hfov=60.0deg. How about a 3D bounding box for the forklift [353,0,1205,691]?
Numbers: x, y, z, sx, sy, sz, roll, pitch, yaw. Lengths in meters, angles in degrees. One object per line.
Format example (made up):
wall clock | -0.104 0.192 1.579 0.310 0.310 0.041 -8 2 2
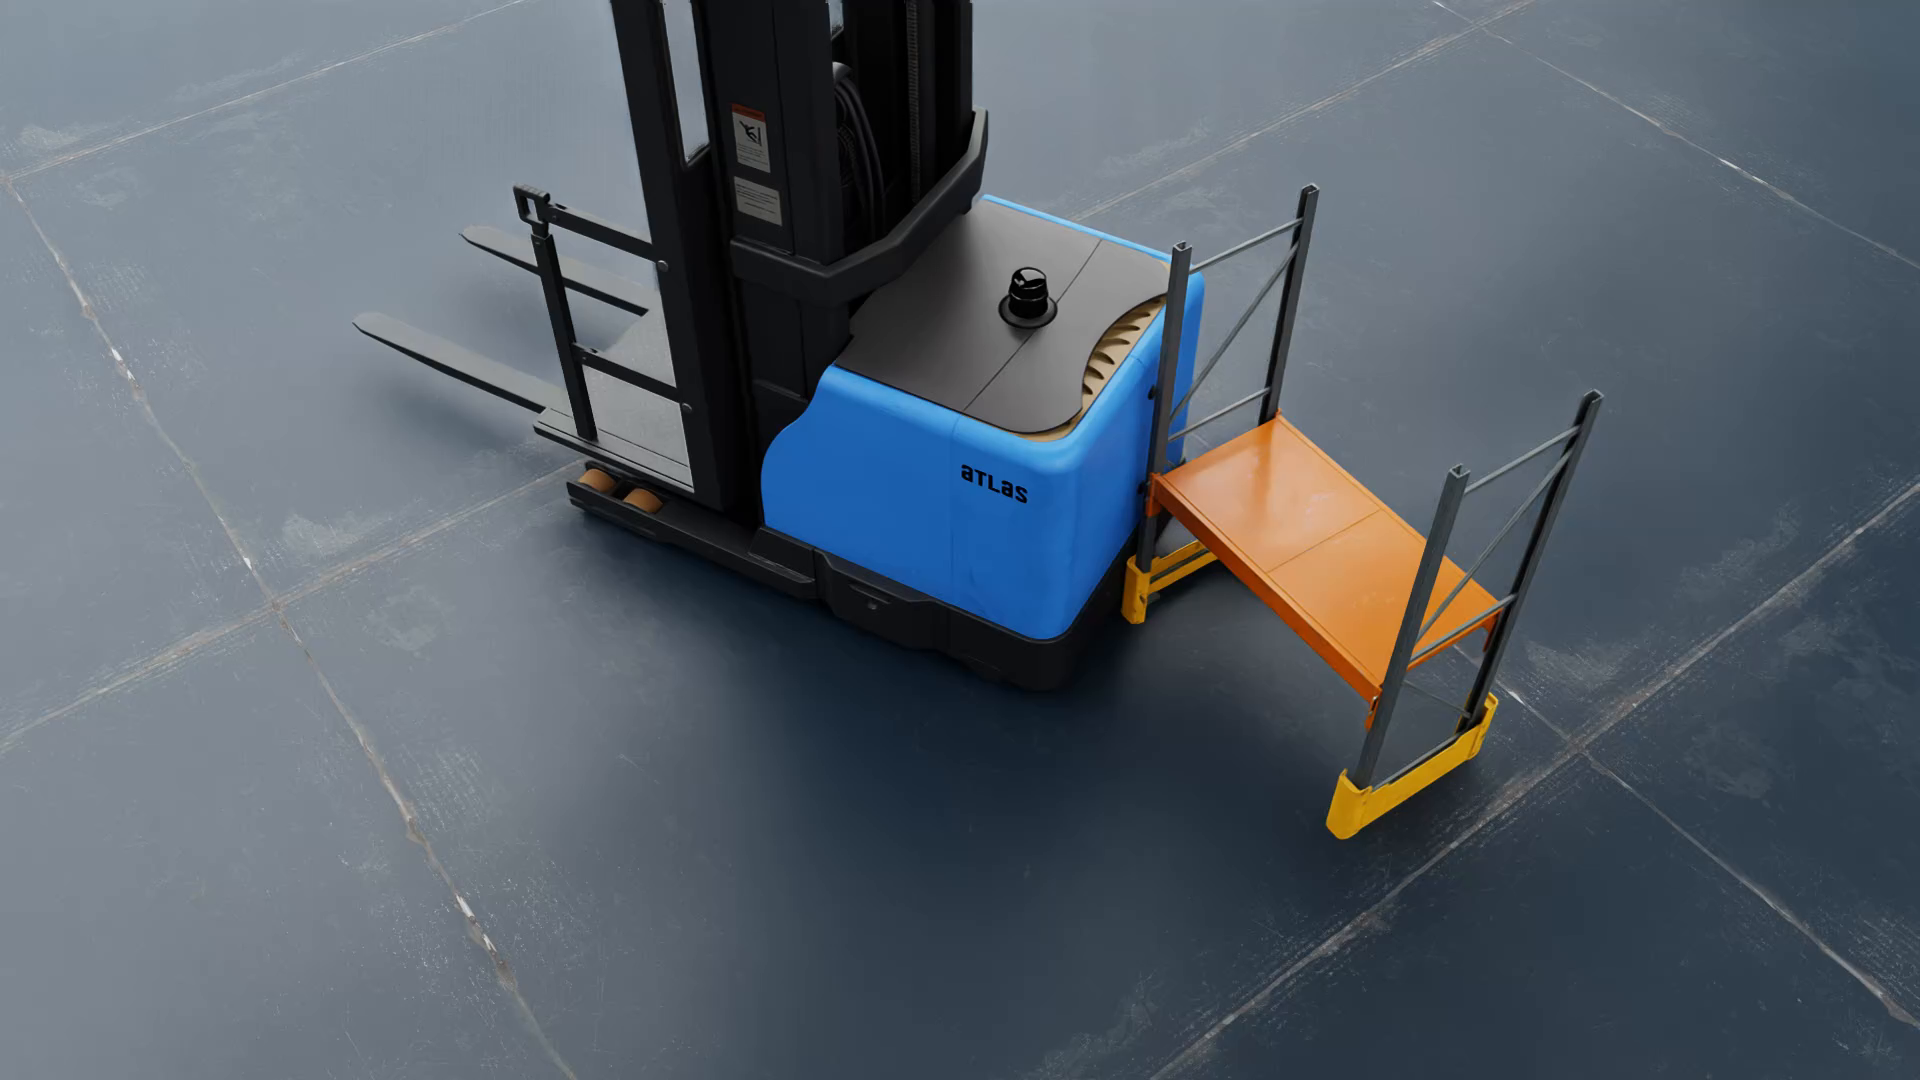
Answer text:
forklift | -0.777 -1.317 4.966 3.031 2.935 1.130 22 52 19

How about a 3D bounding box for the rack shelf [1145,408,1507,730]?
rack shelf | 1.068 0.056 4.929 0.538 0.185 1.000 -27 53 -22

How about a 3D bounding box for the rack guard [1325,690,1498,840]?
rack guard | 1.352 0.666 4.977 0.587 0.250 0.087 -27 53 -22

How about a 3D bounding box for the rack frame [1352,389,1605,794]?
rack frame | 1.353 0.247 4.513 0.500 1.500 0.032 -27 53 -22

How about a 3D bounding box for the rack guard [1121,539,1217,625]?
rack guard | 0.794 0.055 5.531 0.587 0.250 0.087 -27 53 -22

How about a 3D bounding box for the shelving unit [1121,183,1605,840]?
shelving unit | 1.073 -0.059 4.791 0.587 1.500 1.083 -27 53 -22

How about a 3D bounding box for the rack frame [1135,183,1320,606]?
rack frame | 0.783 -0.376 5.079 0.500 1.500 0.032 -27 53 -22
